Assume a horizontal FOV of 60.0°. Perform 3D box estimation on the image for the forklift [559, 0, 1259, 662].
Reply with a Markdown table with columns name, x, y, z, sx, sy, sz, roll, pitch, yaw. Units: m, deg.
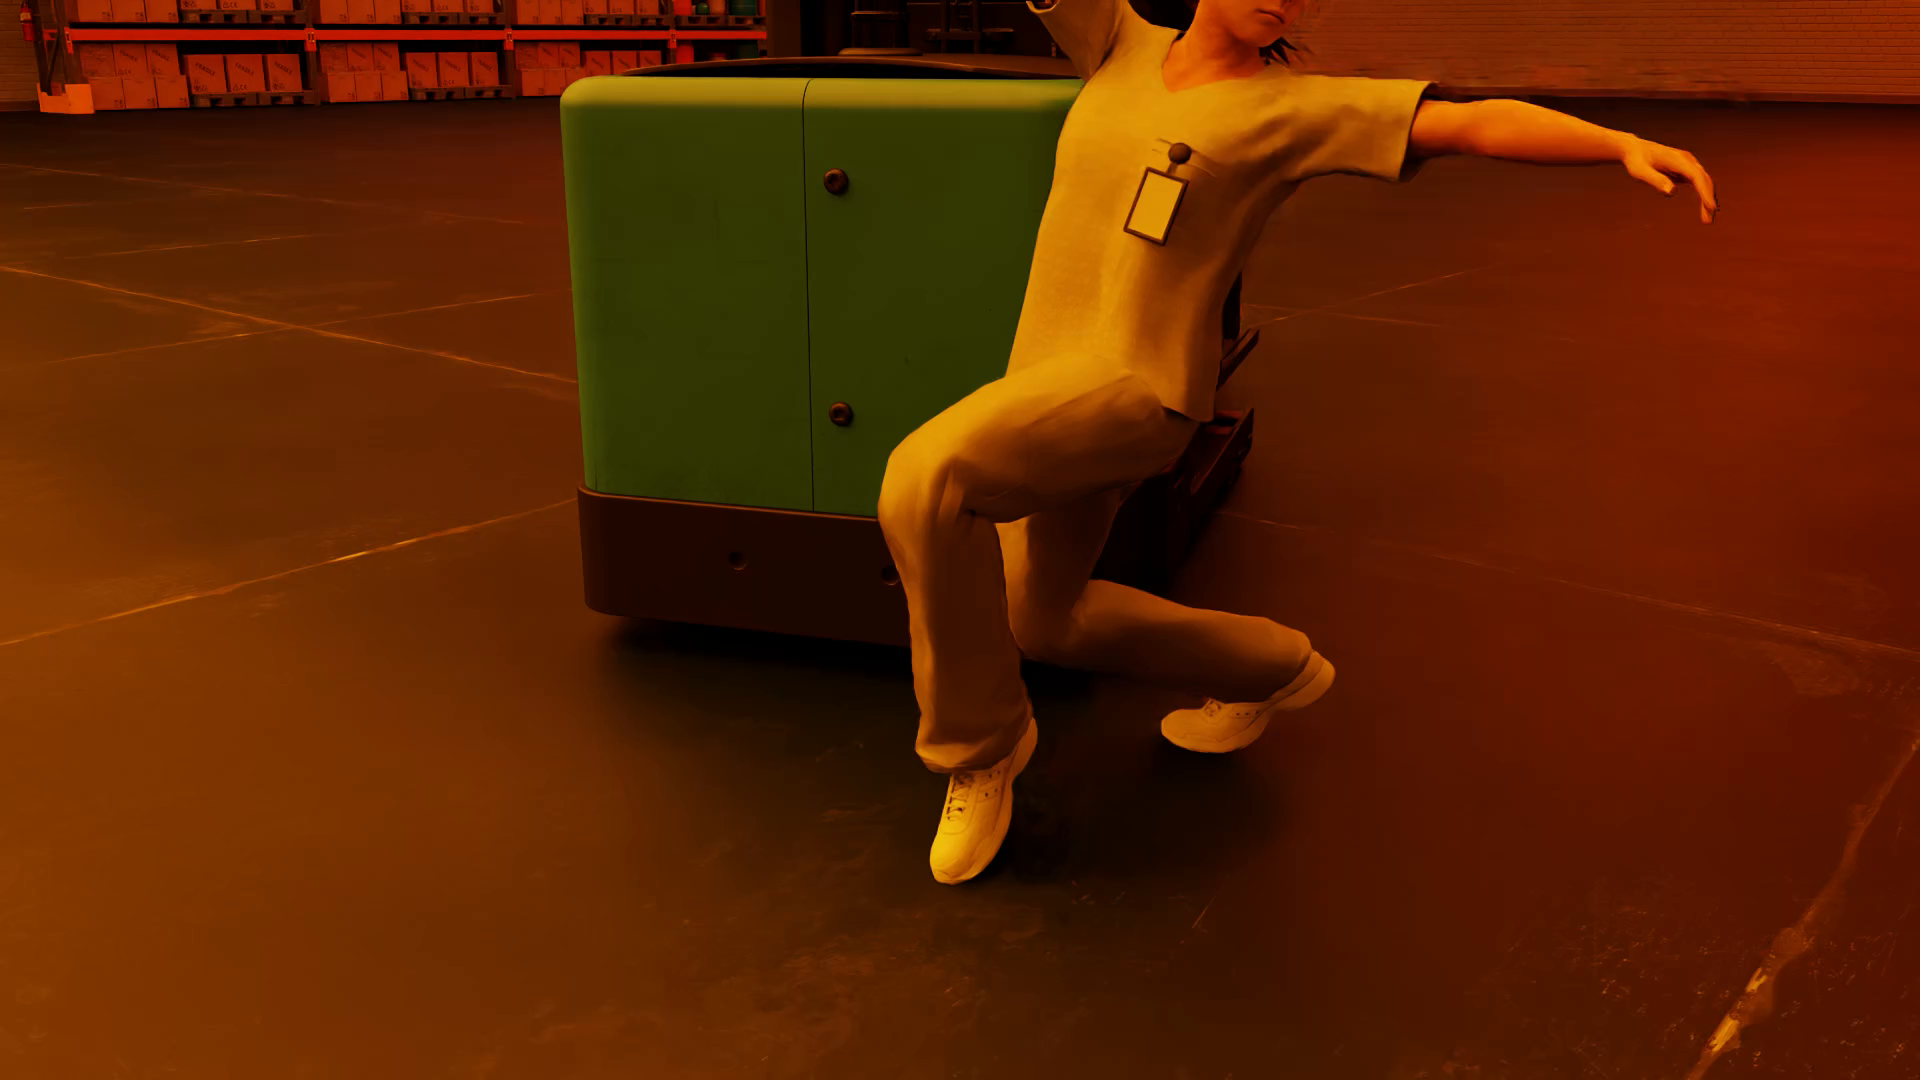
| name | x | y | z | sx | sy | sz | roll | pitch | yaw |
| --- | --- | --- | --- | --- | --- | --- | --- | --- | --- |
| forklift | 0.182 | -1.571 | 4.072 | 1.130 | 2.935 | 3.031 | 5 | 18 | 17 |

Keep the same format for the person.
| name | x | y | z | sx | sy | sz | roll | pitch | yaw |
| --- | --- | --- | --- | --- | --- | --- | --- | --- | --- |
| person | 0.369 | -0.206 | 2.248 | 0.880 | 1.402 | 0.962 | -12 | 21 | -35 |
